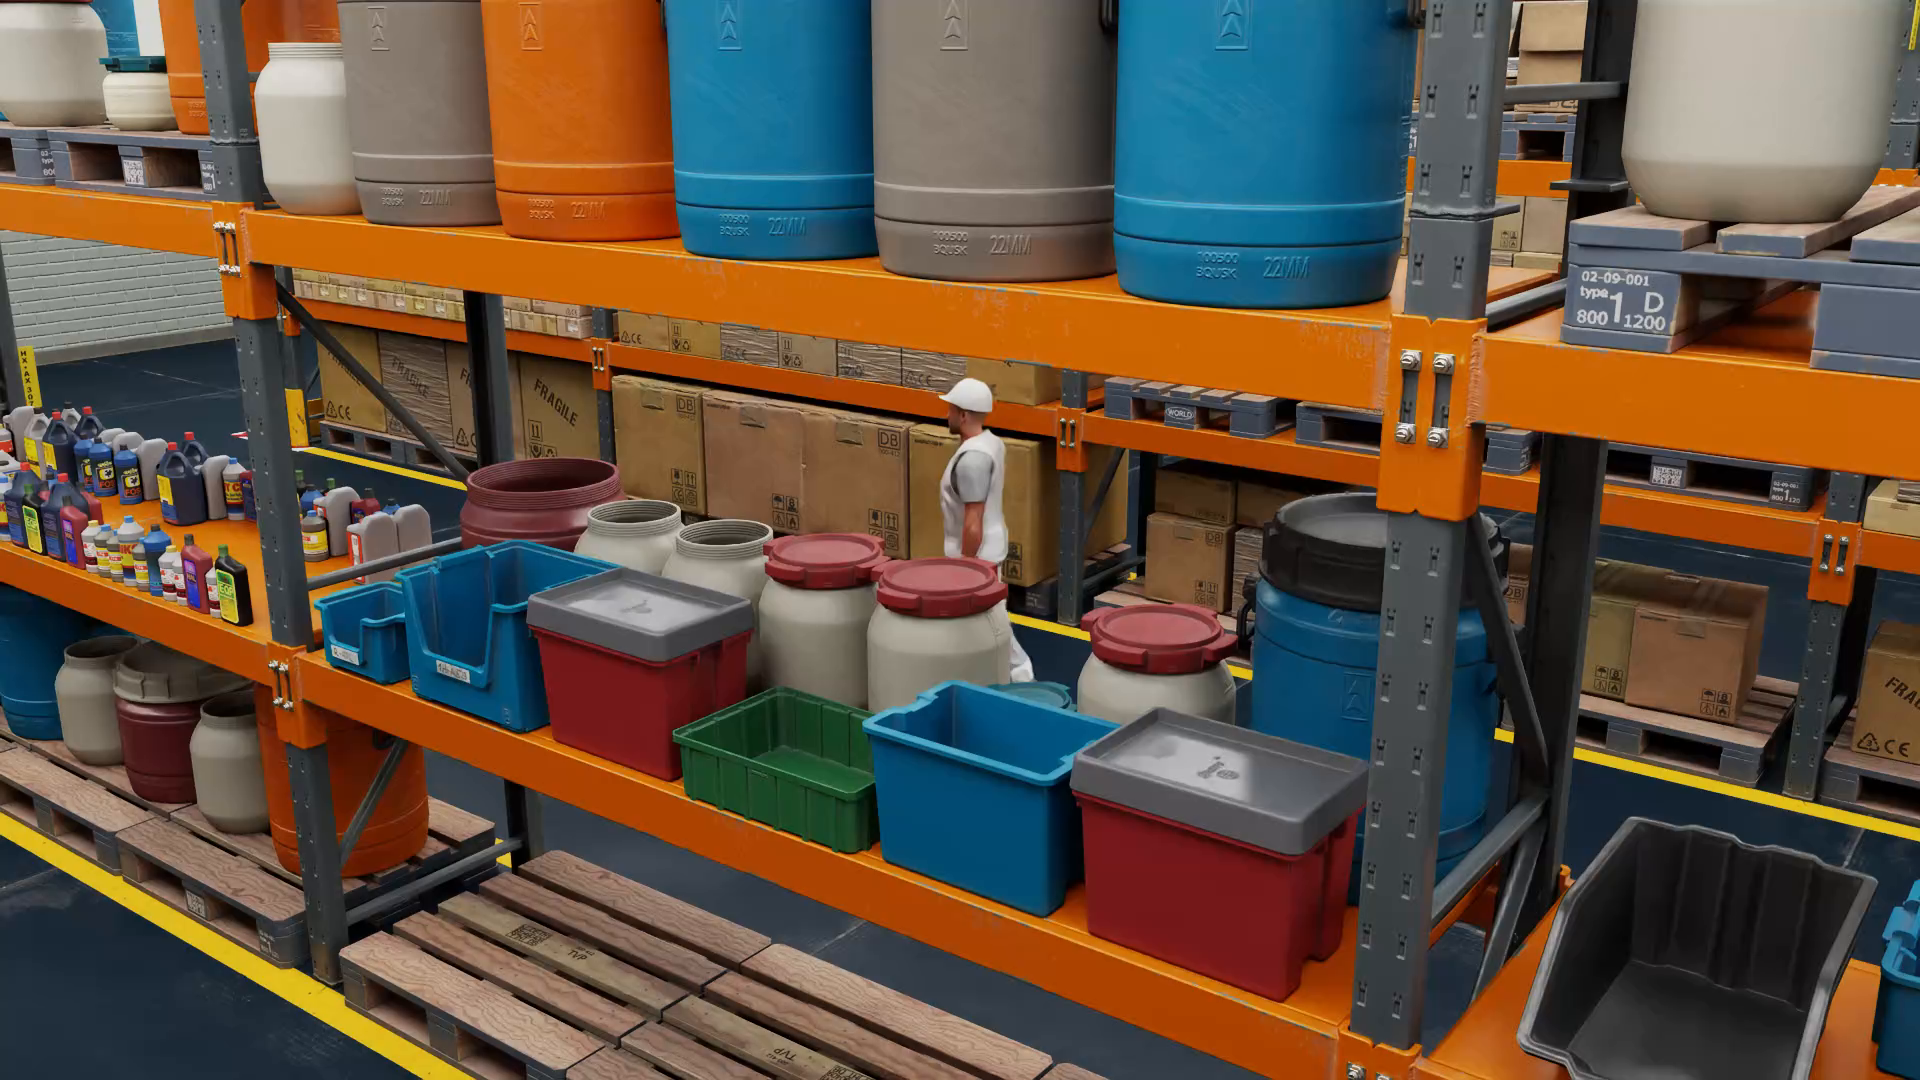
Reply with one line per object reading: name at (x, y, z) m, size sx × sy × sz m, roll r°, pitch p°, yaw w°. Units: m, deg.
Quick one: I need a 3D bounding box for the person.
person at (0.128, 0.091, 8.198) m, size 0.605 × 1.779 × 0.628 m, roll 2°, pitch 16°, yaw 6°
